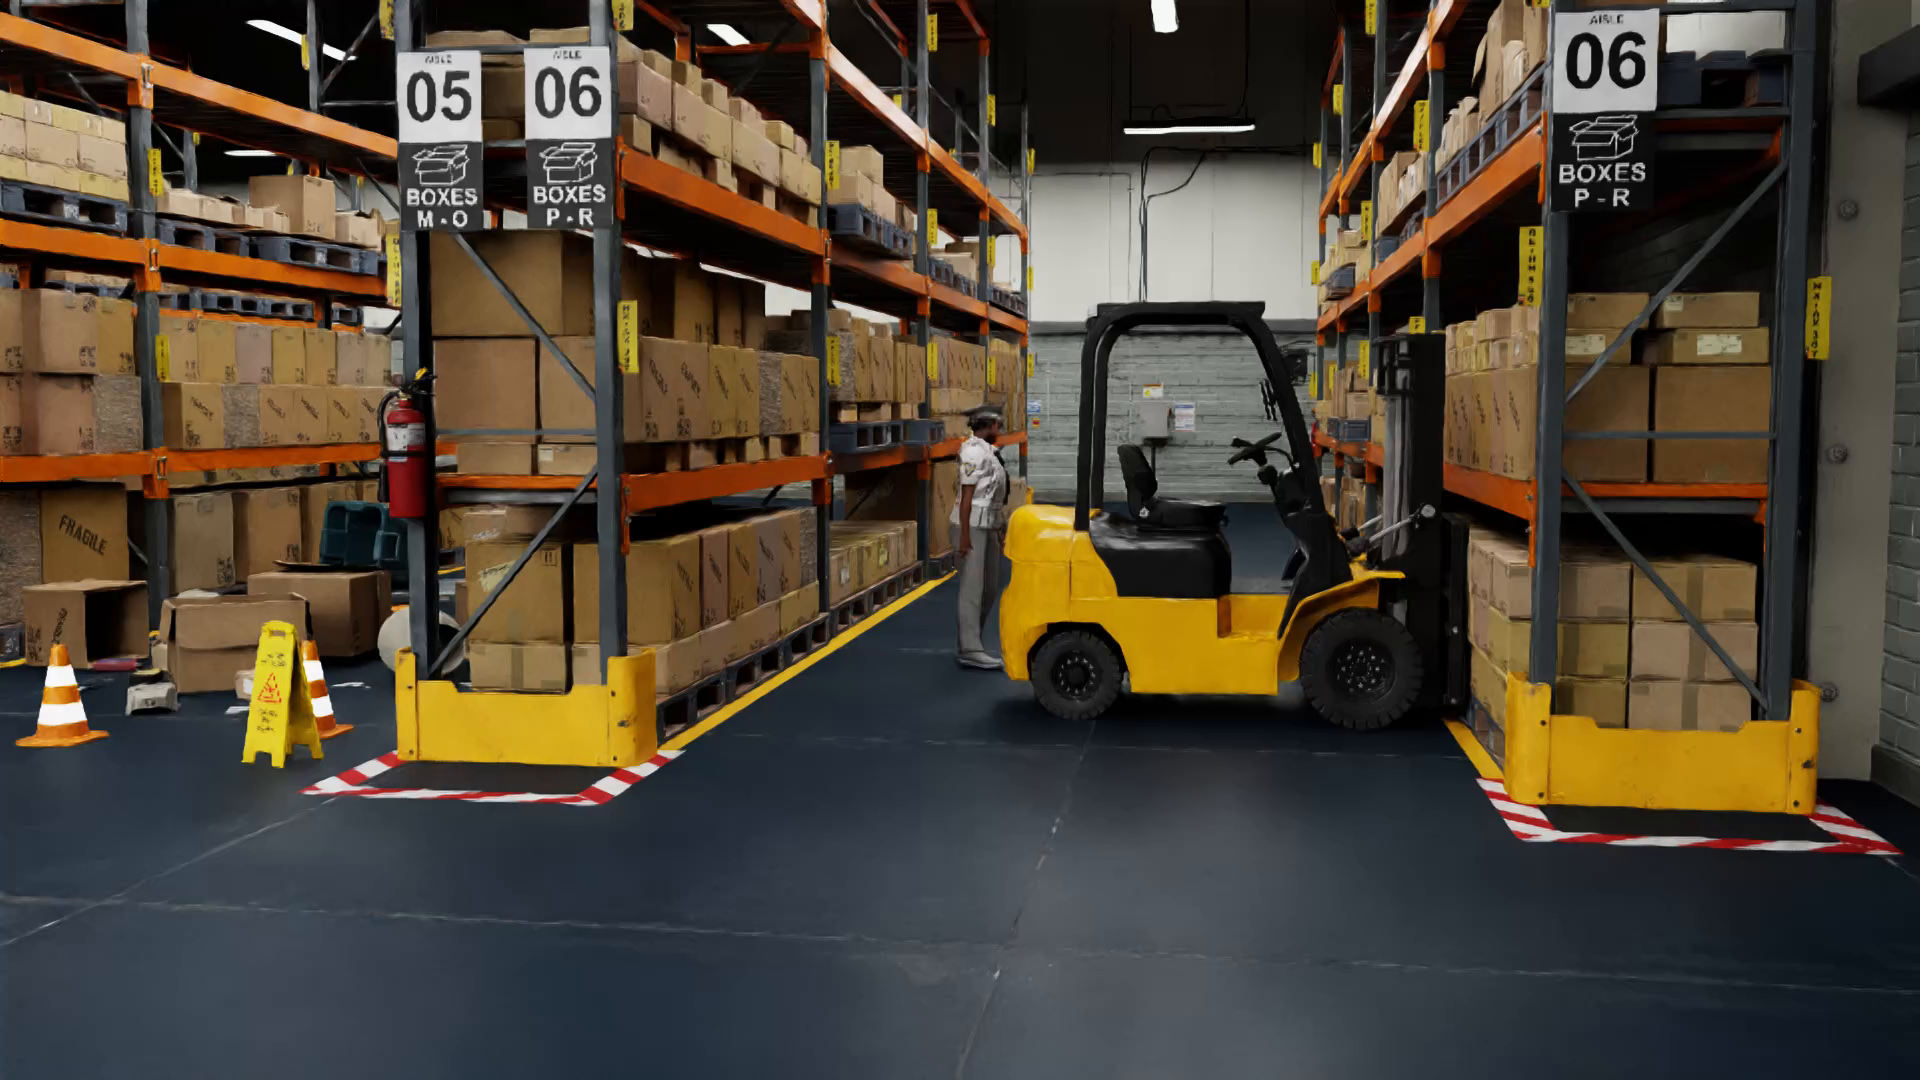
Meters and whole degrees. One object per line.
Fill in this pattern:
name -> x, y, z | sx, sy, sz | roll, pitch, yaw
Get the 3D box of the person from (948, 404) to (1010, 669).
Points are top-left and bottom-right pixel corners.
person -> 0.136, -0.037, 10.541 | 0.478, 1.645, 0.592 | 2, 5, 22
